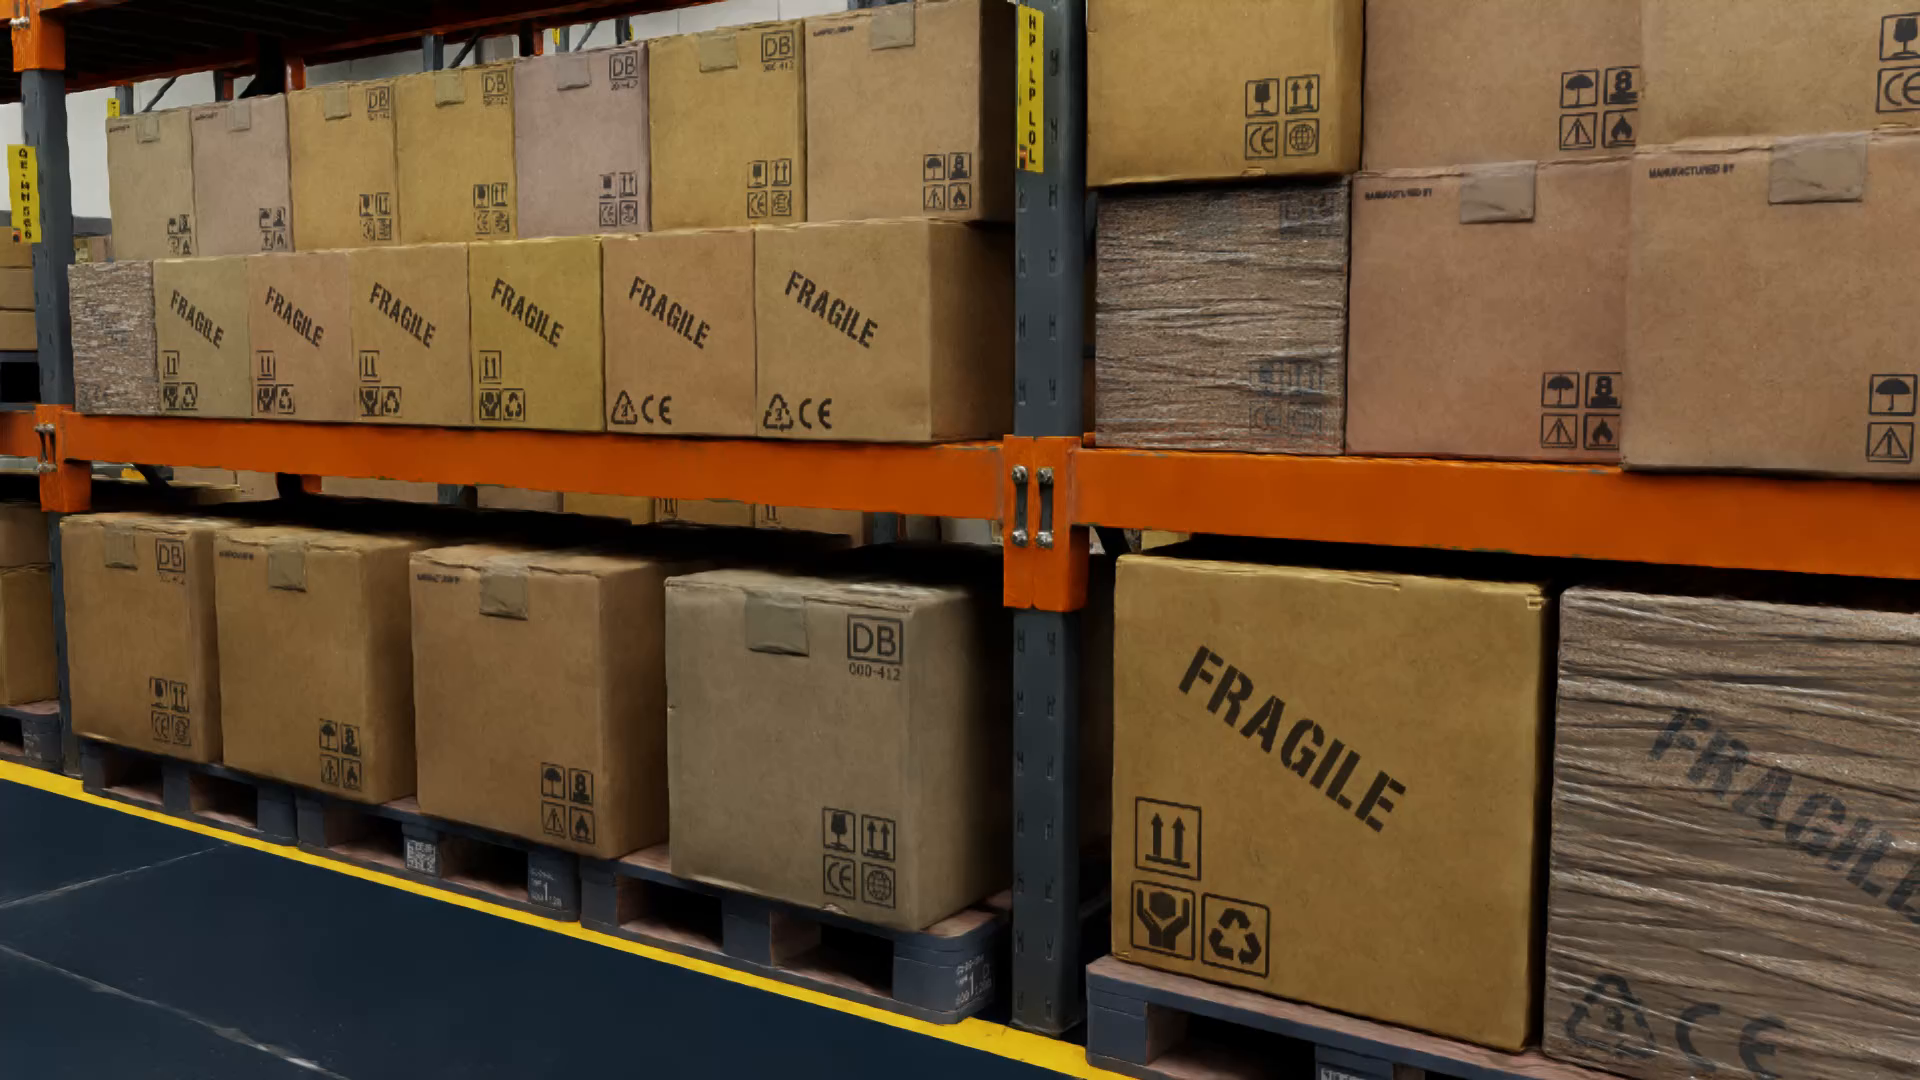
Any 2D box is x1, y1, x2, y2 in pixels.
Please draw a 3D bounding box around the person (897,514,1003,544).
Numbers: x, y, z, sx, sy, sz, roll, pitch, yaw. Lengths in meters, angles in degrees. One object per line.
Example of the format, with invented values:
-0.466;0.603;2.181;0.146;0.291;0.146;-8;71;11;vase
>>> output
-0.013;-0.093;6.584;0.527;1.680;0.369;3;7;25;person
